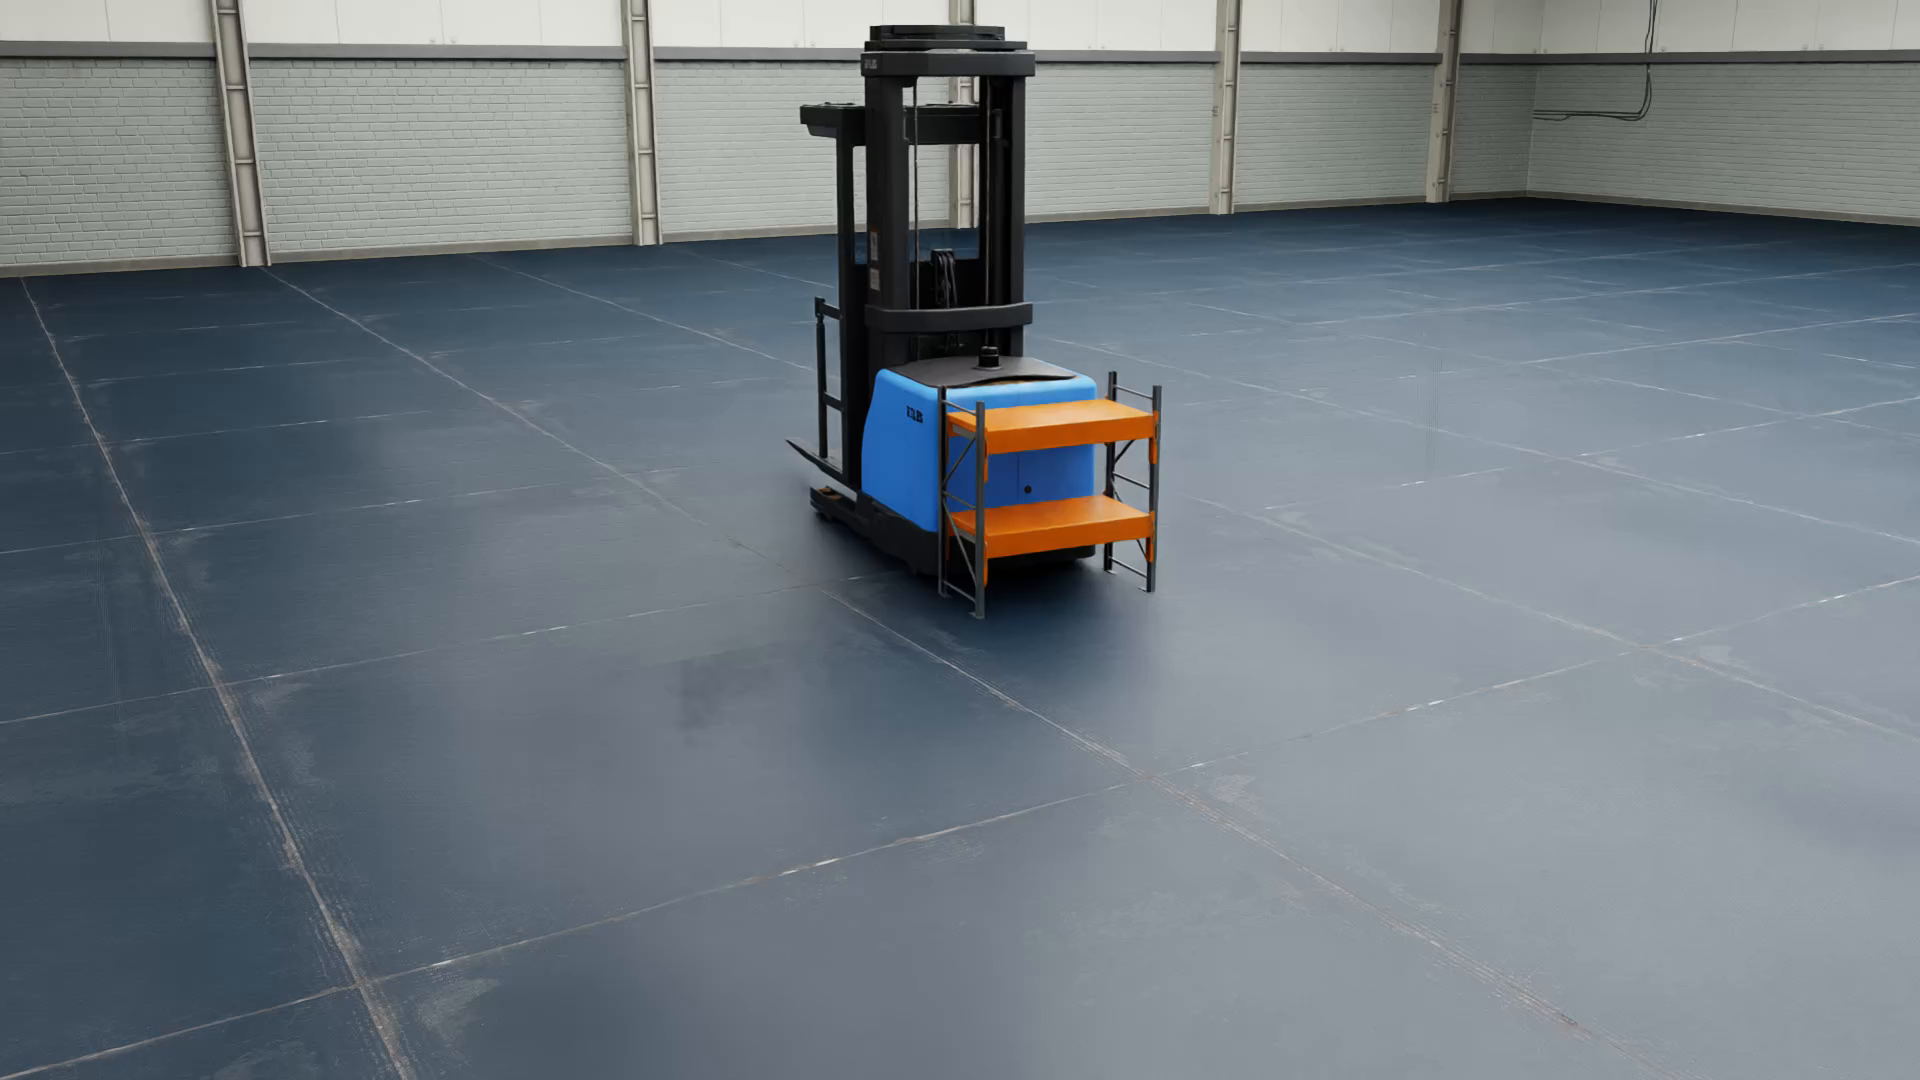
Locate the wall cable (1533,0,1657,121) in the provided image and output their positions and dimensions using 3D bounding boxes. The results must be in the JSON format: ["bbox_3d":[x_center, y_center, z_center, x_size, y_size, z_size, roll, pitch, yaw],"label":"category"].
[{"bbox_3d":[13.542,-10.270,35.627,0.112,2.526,3.097,-9,18,-30],"label":"wall cable"}]

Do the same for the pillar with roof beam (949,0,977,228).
[{"bbox_3d":[2.267,-8.997,25.334,0.400,9.000,9.100,-9,18,-30],"label":"pillar with roof beam"}]

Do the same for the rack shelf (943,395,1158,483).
[{"bbox_3d":[0.464,-0.538,8.660,1.000,0.278,0.538,-7,17,-24],"label":"rack shelf"}]

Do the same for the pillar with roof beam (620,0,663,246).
[{"bbox_3d":[-2.877,-8.163,22.359,0.400,9.000,9.100,-9,18,-30],"label":"pillar with roof beam"}]

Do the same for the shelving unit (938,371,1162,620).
[{"bbox_3d":[0.464,-0.256,8.739,1.048,1.125,0.538,-7,17,-24],"label":"shelving unit"}]

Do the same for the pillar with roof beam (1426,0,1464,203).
[{"bbox_3d":[12.553,-10.665,31.285,0.400,9.000,9.100,-9,18,-30],"label":"pillar with roof beam"}]

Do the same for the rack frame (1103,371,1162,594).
[{"bbox_3d":[0.924,-0.314,8.947,0.032,1.125,0.500,-7,17,-24],"label":"rack frame"}]

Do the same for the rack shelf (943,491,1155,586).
[{"bbox_3d":[0.464,-0.020,8.805,1.000,0.278,0.538,-7,17,-24],"label":"rack shelf"}]

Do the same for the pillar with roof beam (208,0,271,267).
[{"bbox_3d":[-8.020,-7.329,19.384,0.400,9.000,9.100,-9,18,-30],"label":"pillar with roof beam"}]

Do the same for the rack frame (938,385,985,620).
[{"bbox_3d":[0.004,-0.197,8.530,0.032,1.125,0.500,-7,17,-24],"label":"rack frame"}]

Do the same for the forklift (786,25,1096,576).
[{"bbox_3d":[-0.294,-1.570,10.079,1.130,2.935,3.031,-7,17,-23],"label":"forklift"}]

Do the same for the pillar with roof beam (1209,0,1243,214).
[{"bbox_3d":[7.410,-9.831,28.310,0.400,9.000,9.100,-9,18,-30],"label":"pillar with roof beam"}]
